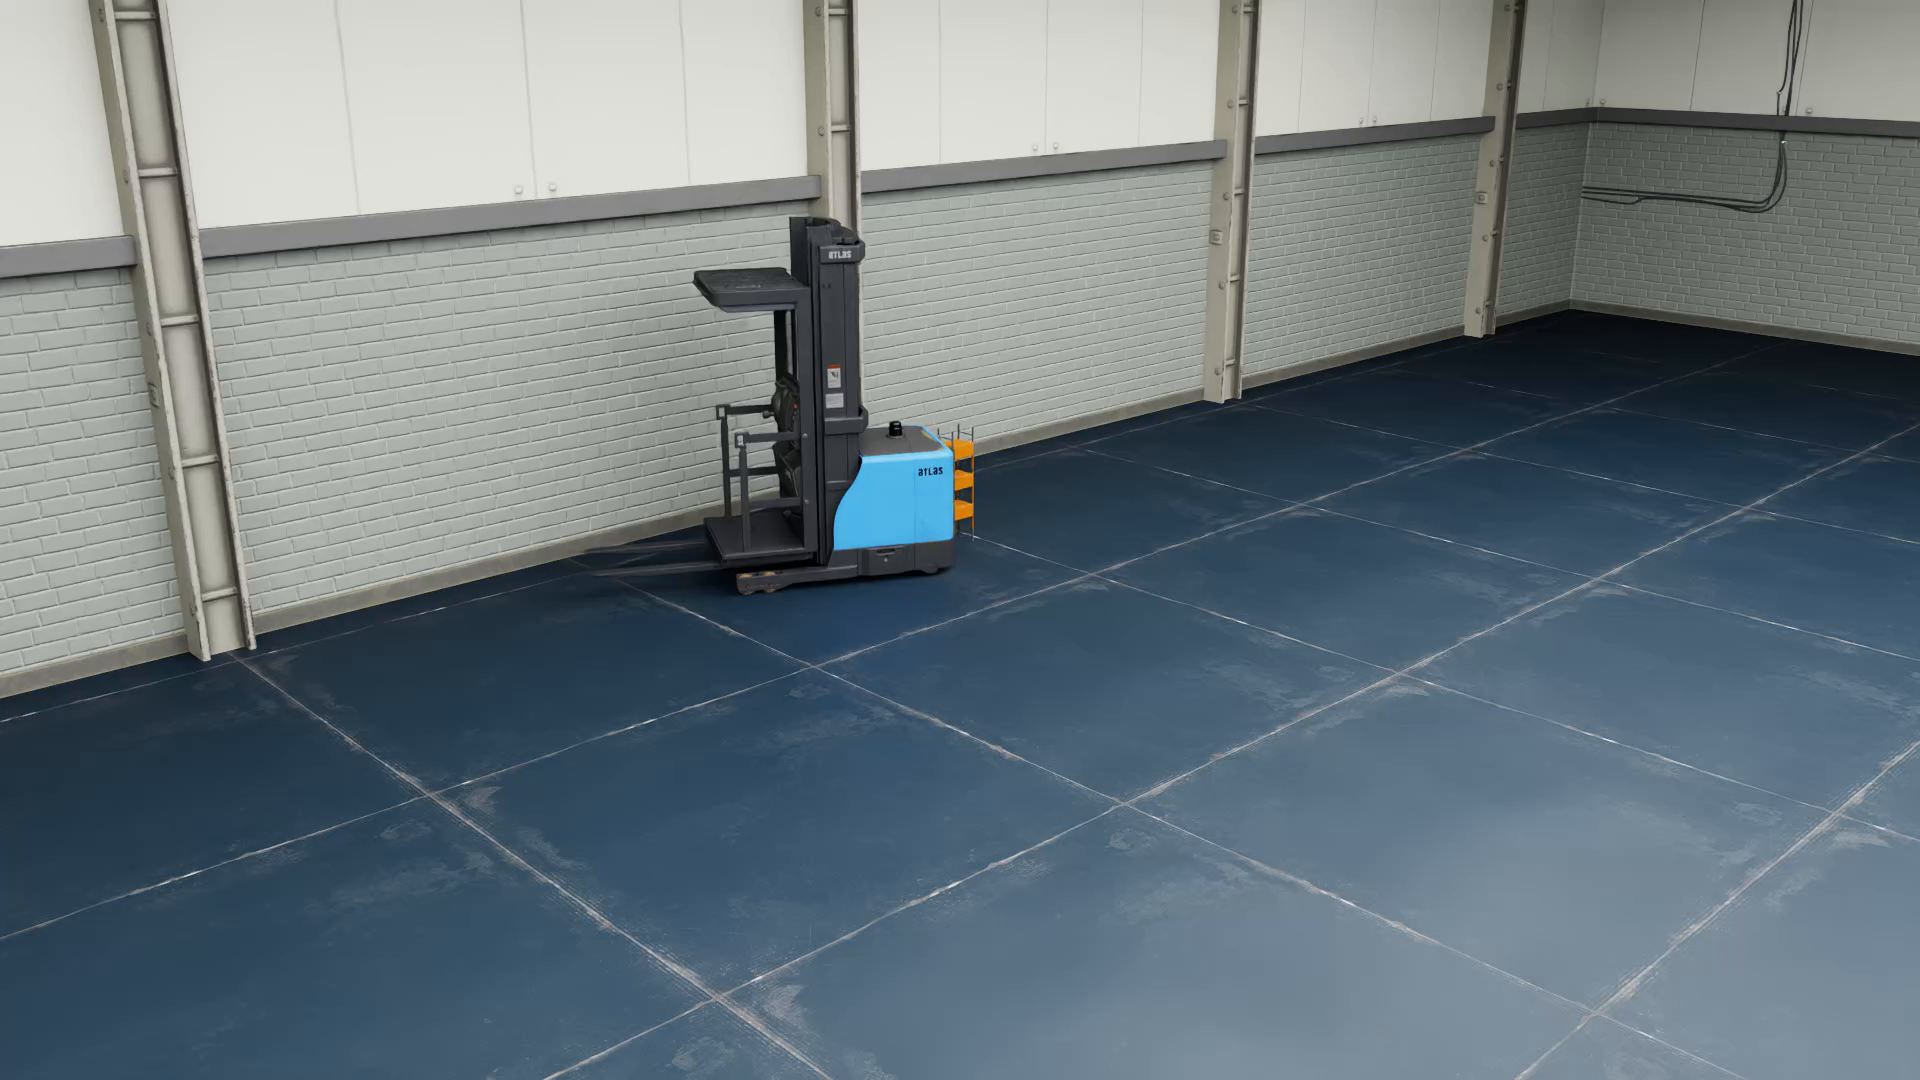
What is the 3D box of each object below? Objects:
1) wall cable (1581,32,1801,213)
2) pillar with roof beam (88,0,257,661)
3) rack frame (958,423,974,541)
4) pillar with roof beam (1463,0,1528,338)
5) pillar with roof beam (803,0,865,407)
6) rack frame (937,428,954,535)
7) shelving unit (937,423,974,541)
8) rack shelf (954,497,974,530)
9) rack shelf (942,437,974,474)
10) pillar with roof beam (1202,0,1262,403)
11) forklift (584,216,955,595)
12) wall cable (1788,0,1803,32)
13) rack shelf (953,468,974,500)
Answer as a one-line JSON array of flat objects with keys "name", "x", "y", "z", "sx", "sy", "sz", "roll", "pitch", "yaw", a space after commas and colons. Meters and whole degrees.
[{"name": "wall cable", "x": 10.601, "y": -6.128, "z": 24.329, "sx": 0.112, "sy": 2.526, "sz": 3.097, "roll": -16, "pitch": 24, "yaw": -41}, {"name": "pillar with roof beam", "x": -2.569, "y": -2.498, "z": 8.100, "sx": 0.400, "sy": 9.000, "sz": 9.100, "roll": -16, "pitch": 24, "yaw": -41}, {"name": "rack frame", "x": 0.050, "y": -0.514, "z": 14.868, "sx": 0.008, "sy": 1.050, "sz": 0.200, "roll": -16, "pitch": 24, "yaw": -41}, {"name": "pillar with roof beam", "x": 10.510, "y": -6.312, "z": 19.863, "sx": 0.400, "sy": 9.000, "sz": 9.100, "roll": -16, "pitch": 24, "yaw": -41}, {"name": "pillar with roof beam", "x": 1.790, "y": -3.770, "z": 12.021, "sx": 0.400, "sy": 9.000, "sz": 9.100, "roll": -16, "pitch": 24, "yaw": -41}, {"name": "rack frame", "x": -0.127, "y": -0.462, "z": 14.708, "sx": 0.008, "sy": 1.050, "sz": 0.200, "roll": -16, "pitch": 24, "yaw": -41}, {"name": "shelving unit", "x": -0.039, "y": -0.488, "z": 14.788, "sx": 0.252, "sy": 1.050, "sz": 0.215, "roll": -16, "pitch": 24, "yaw": -41}, {"name": "rack shelf", "x": -0.039, "y": -0.214, "z": 14.877, "sx": 0.240, "sy": 0.259, "sz": 0.215, "roll": -16, "pitch": 24, "yaw": -41}, {"name": "rack shelf", "x": -0.039, "y": -0.748, "z": 14.704, "sx": 0.240, "sy": 0.259, "sz": 0.215, "roll": -16, "pitch": 24, "yaw": -41}, {"name": "pillar with roof beam", "x": 6.150, "y": -5.041, "z": 15.942, "sx": 0.400, "sy": 9.000, "sz": 9.100, "roll": -16, "pitch": 24, "yaw": -41}, {"name": "forklift", "x": -1.618, "y": -1.128, "z": 13.711, "sx": 3.031, "sy": 2.935, "sz": 1.130, "roll": -5, "pitch": 19, "yaw": -16}, {"name": "wall cable", "x": 12.460, "y": -7.924, "z": 21.681, "sx": 0.112, "sy": 2.526, "sz": 3.097, "roll": -16, "pitch": 24, "yaw": -41}, {"name": "rack shelf", "x": -0.039, "y": -0.478, "z": 14.791, "sx": 0.240, "sy": 0.259, "sz": 0.215, "roll": -16, "pitch": 24, "yaw": -41}]
